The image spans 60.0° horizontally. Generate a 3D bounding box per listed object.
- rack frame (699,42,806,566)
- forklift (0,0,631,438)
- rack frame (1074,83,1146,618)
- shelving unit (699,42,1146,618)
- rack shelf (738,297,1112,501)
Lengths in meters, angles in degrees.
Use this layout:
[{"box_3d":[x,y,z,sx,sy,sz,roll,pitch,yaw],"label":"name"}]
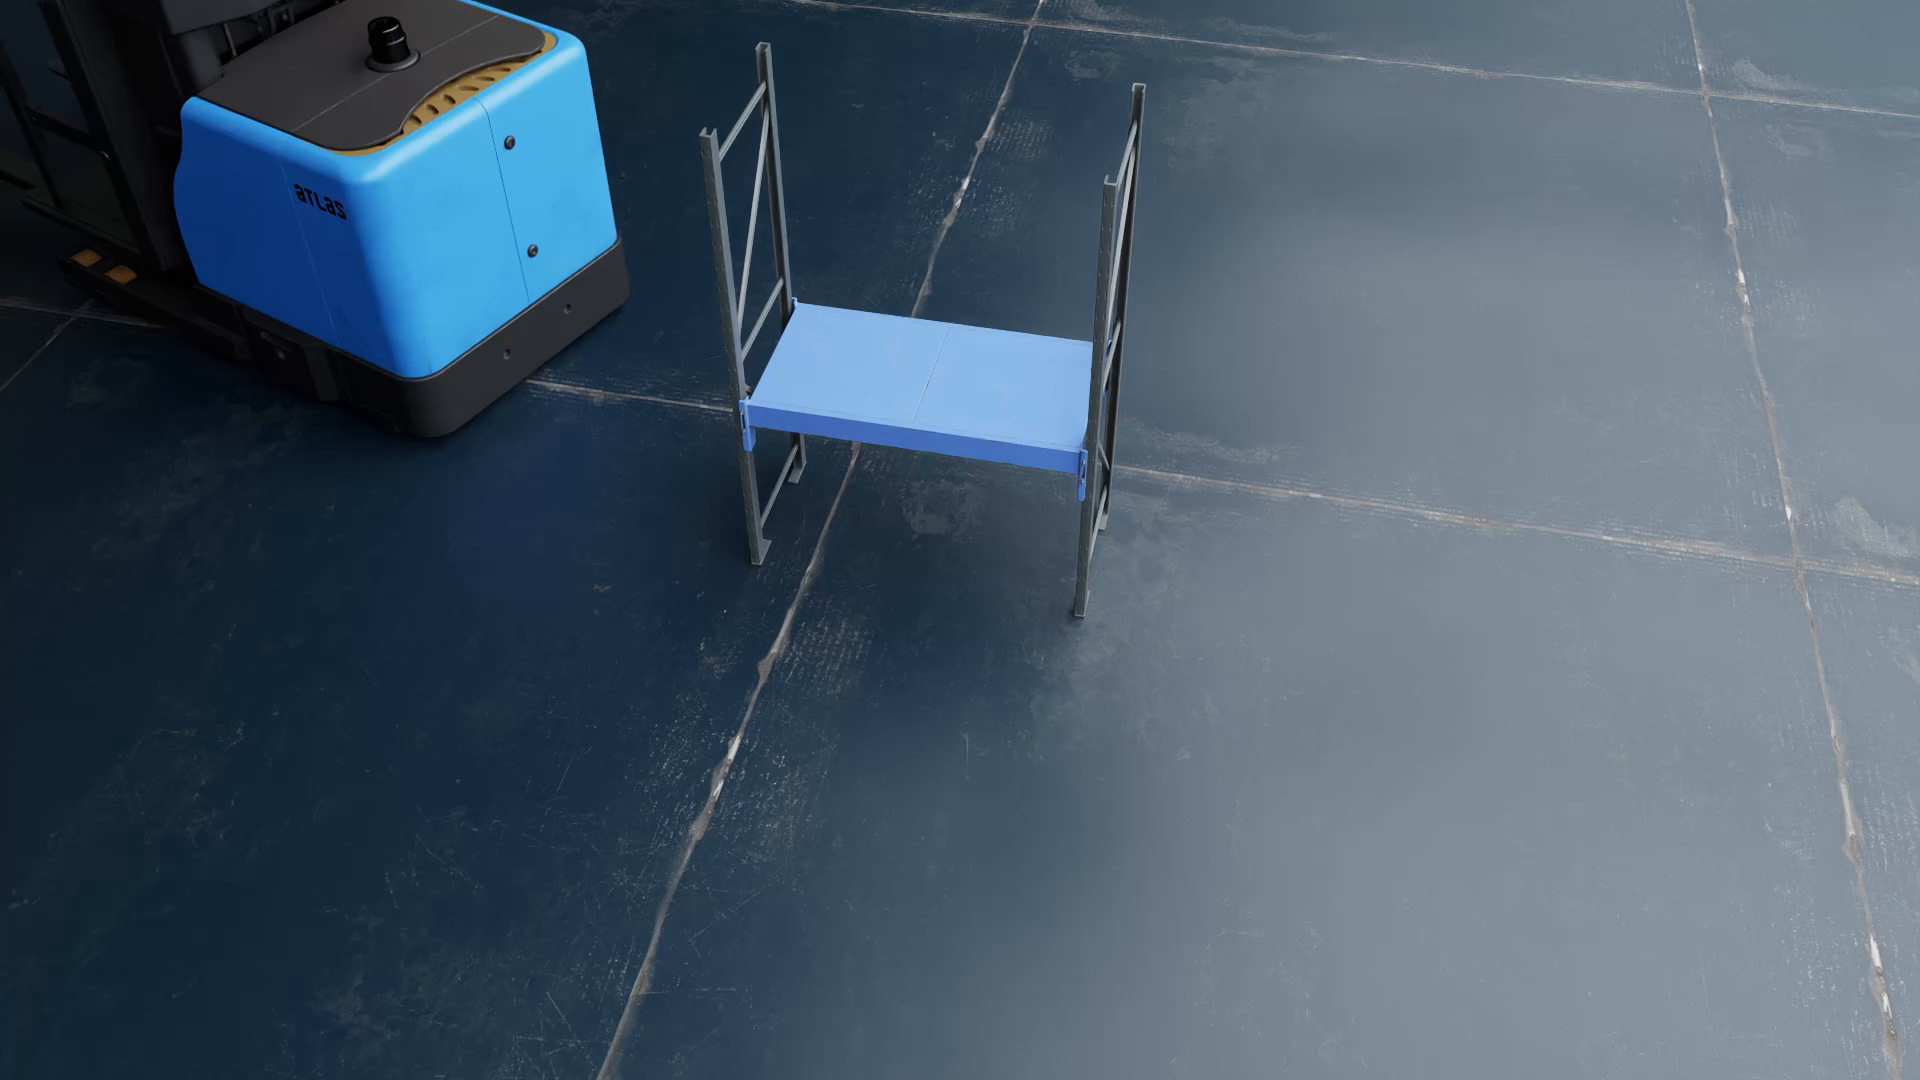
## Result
[{"box_3d":[-0.579,-0.630,4.823,0.032,1.500,0.500,9,45,9],"label":"rack frame"},{"box_3d":[-2.725,-2.182,5.403,3.031,2.935,1.130,24,49,23],"label":"forklift"},{"box_3d":[0.413,-0.476,4.663,0.032,1.500,0.500,9,45,9],"label":"rack frame"},{"box_3d":[-0.083,-0.553,4.743,1.048,1.500,0.538,9,45,9],"label":"shelving unit"},{"box_3d":[-0.083,-0.424,4.868,1.000,0.185,0.538,9,45,9],"label":"rack shelf"}]
